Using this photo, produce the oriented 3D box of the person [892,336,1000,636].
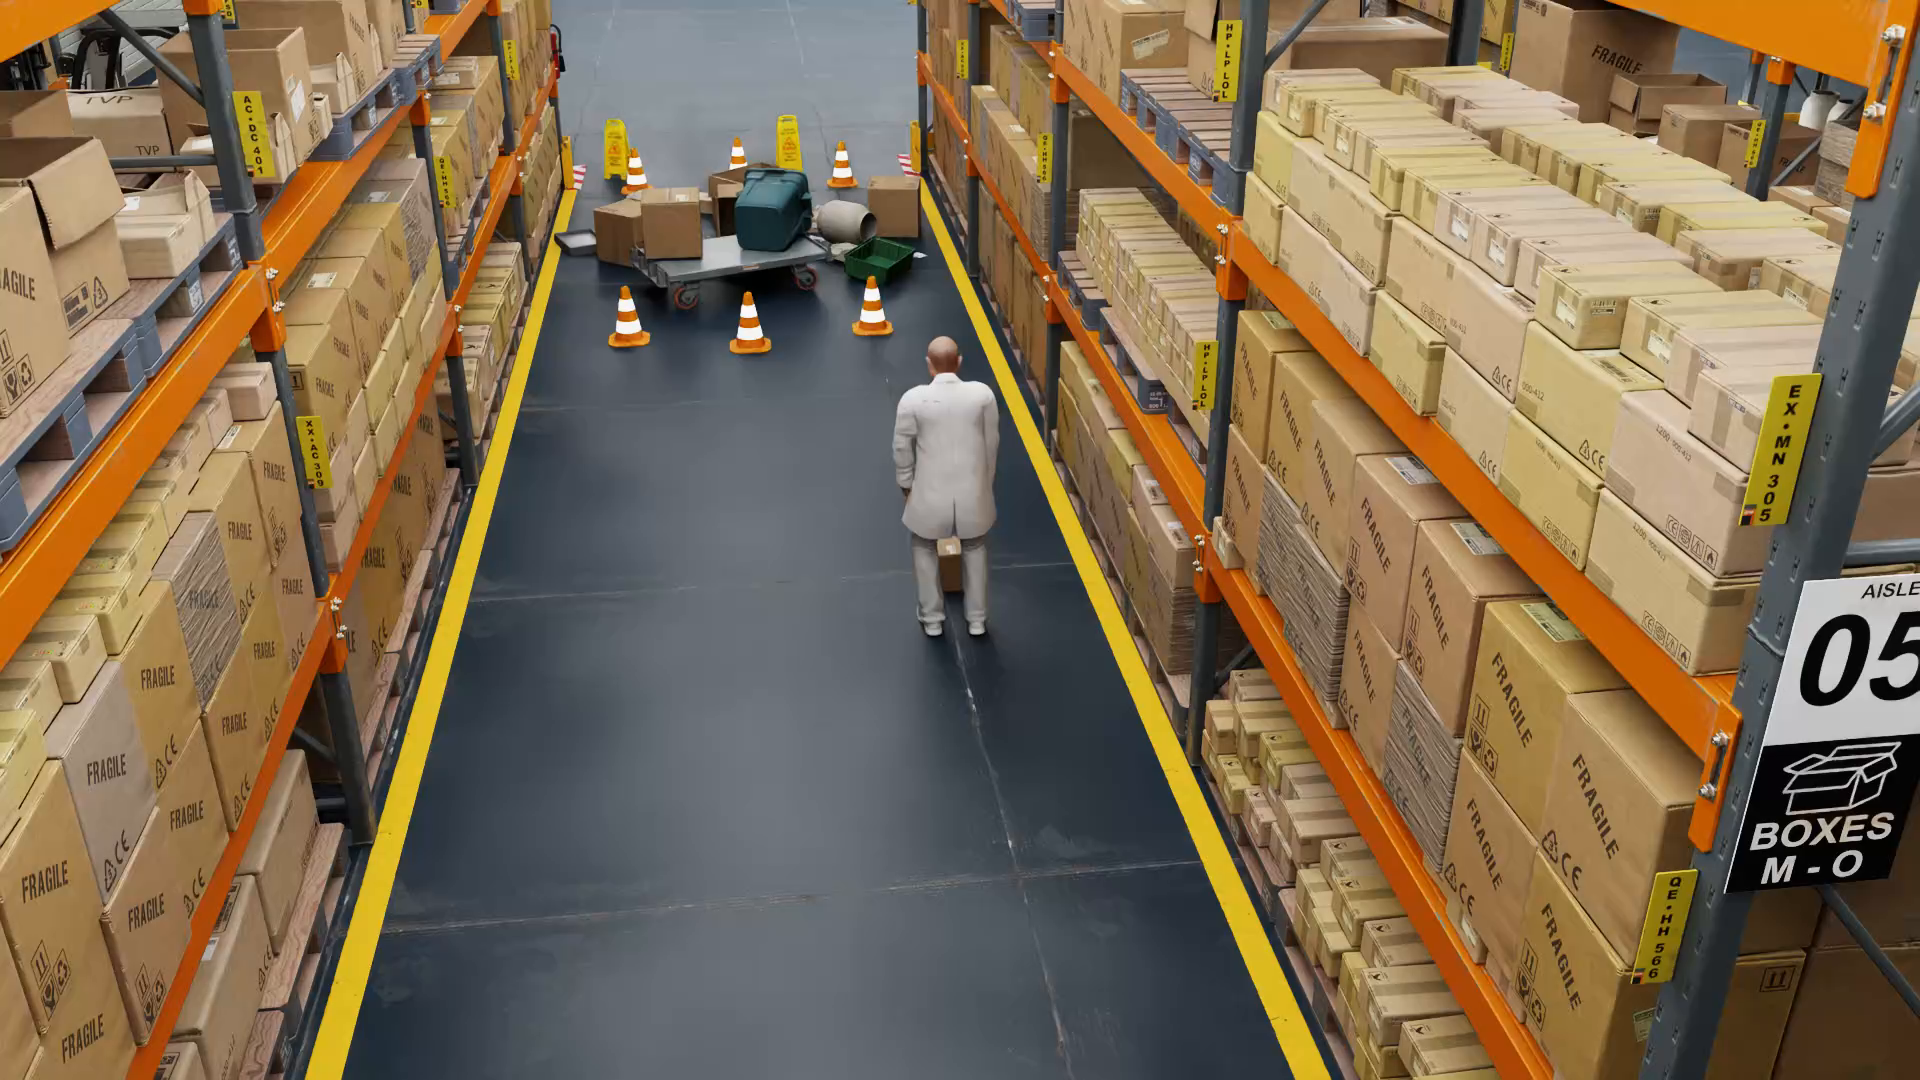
[{"bbox_3d":[-0.077,-0.285,9.269,0.591,1.728,0.432,-3,27,-5],"label":"person"}]
